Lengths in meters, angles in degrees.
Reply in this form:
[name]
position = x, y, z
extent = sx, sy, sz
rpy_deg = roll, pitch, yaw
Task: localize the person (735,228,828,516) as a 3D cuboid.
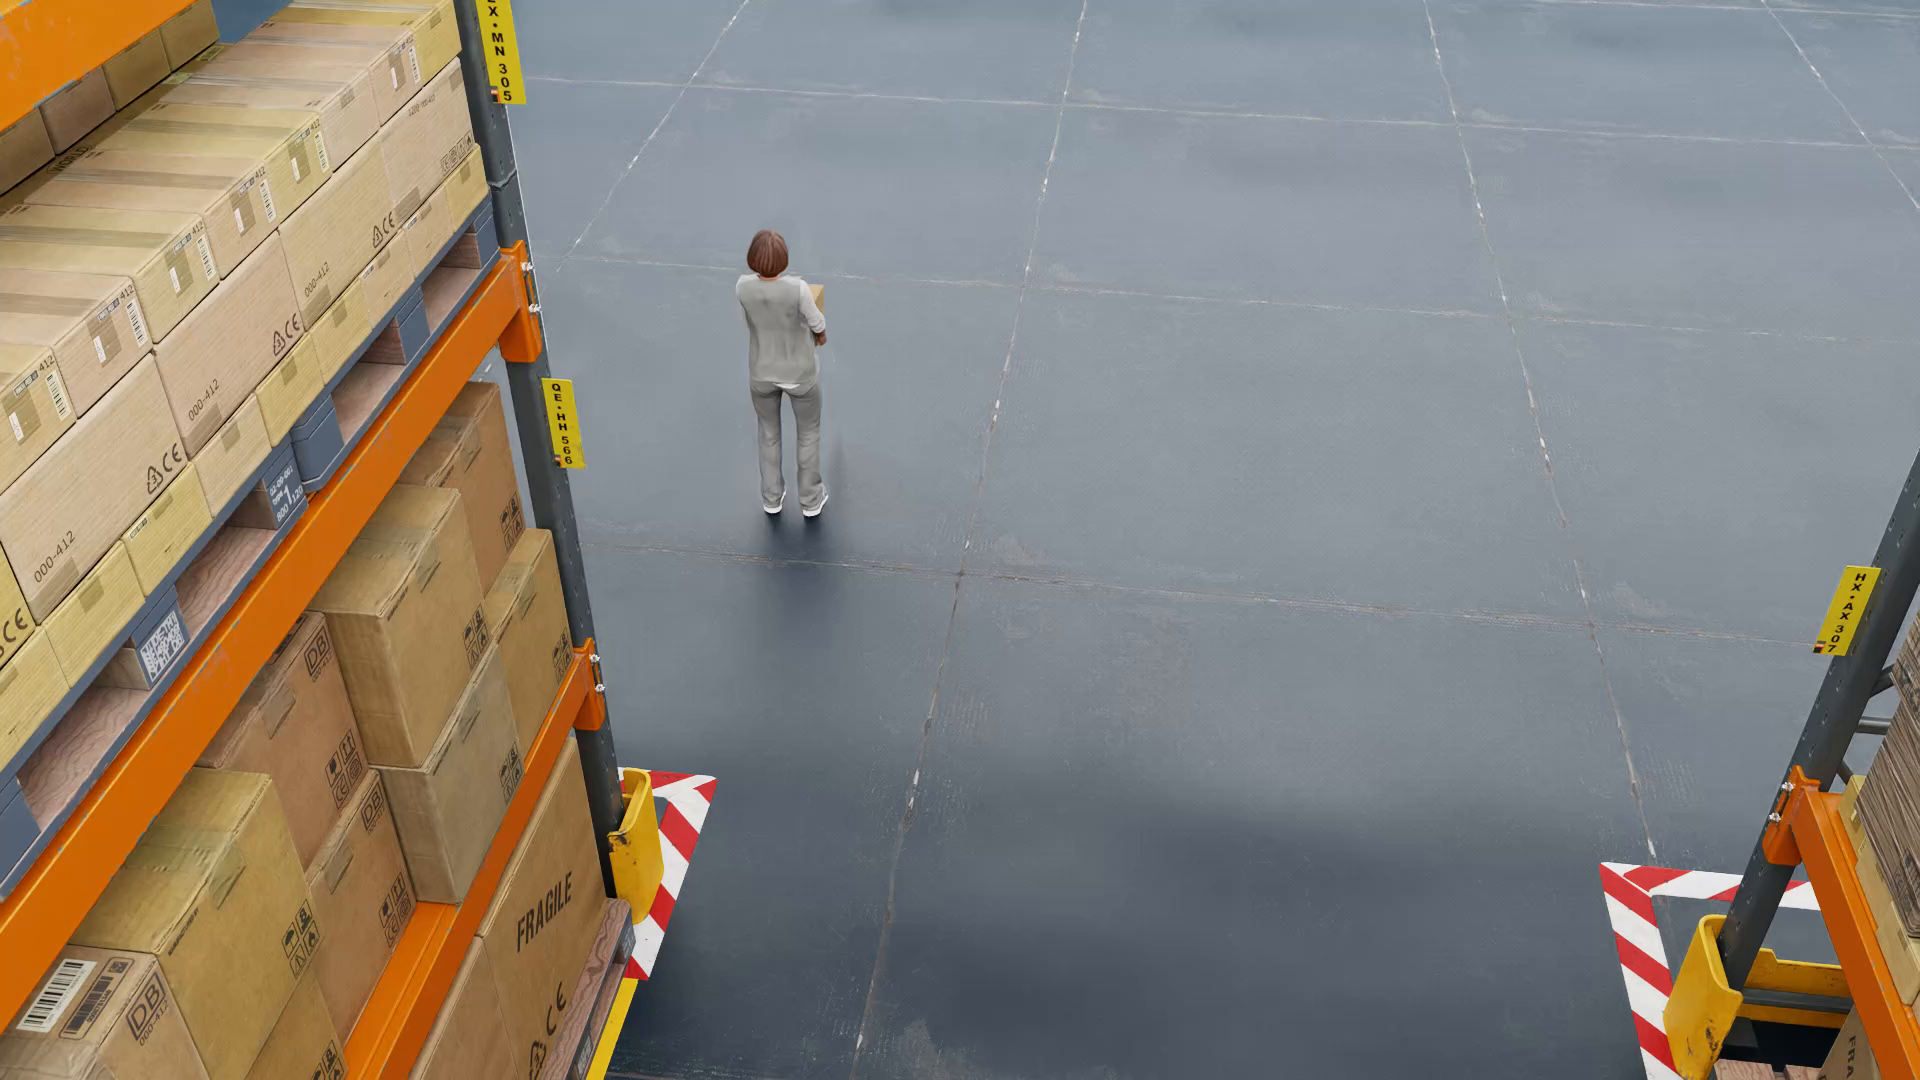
[person]
position = -0.854, -0.864, 8.212
extent = 0.406, 1.588, 0.497
rpy_deg = 5, 37, 6
